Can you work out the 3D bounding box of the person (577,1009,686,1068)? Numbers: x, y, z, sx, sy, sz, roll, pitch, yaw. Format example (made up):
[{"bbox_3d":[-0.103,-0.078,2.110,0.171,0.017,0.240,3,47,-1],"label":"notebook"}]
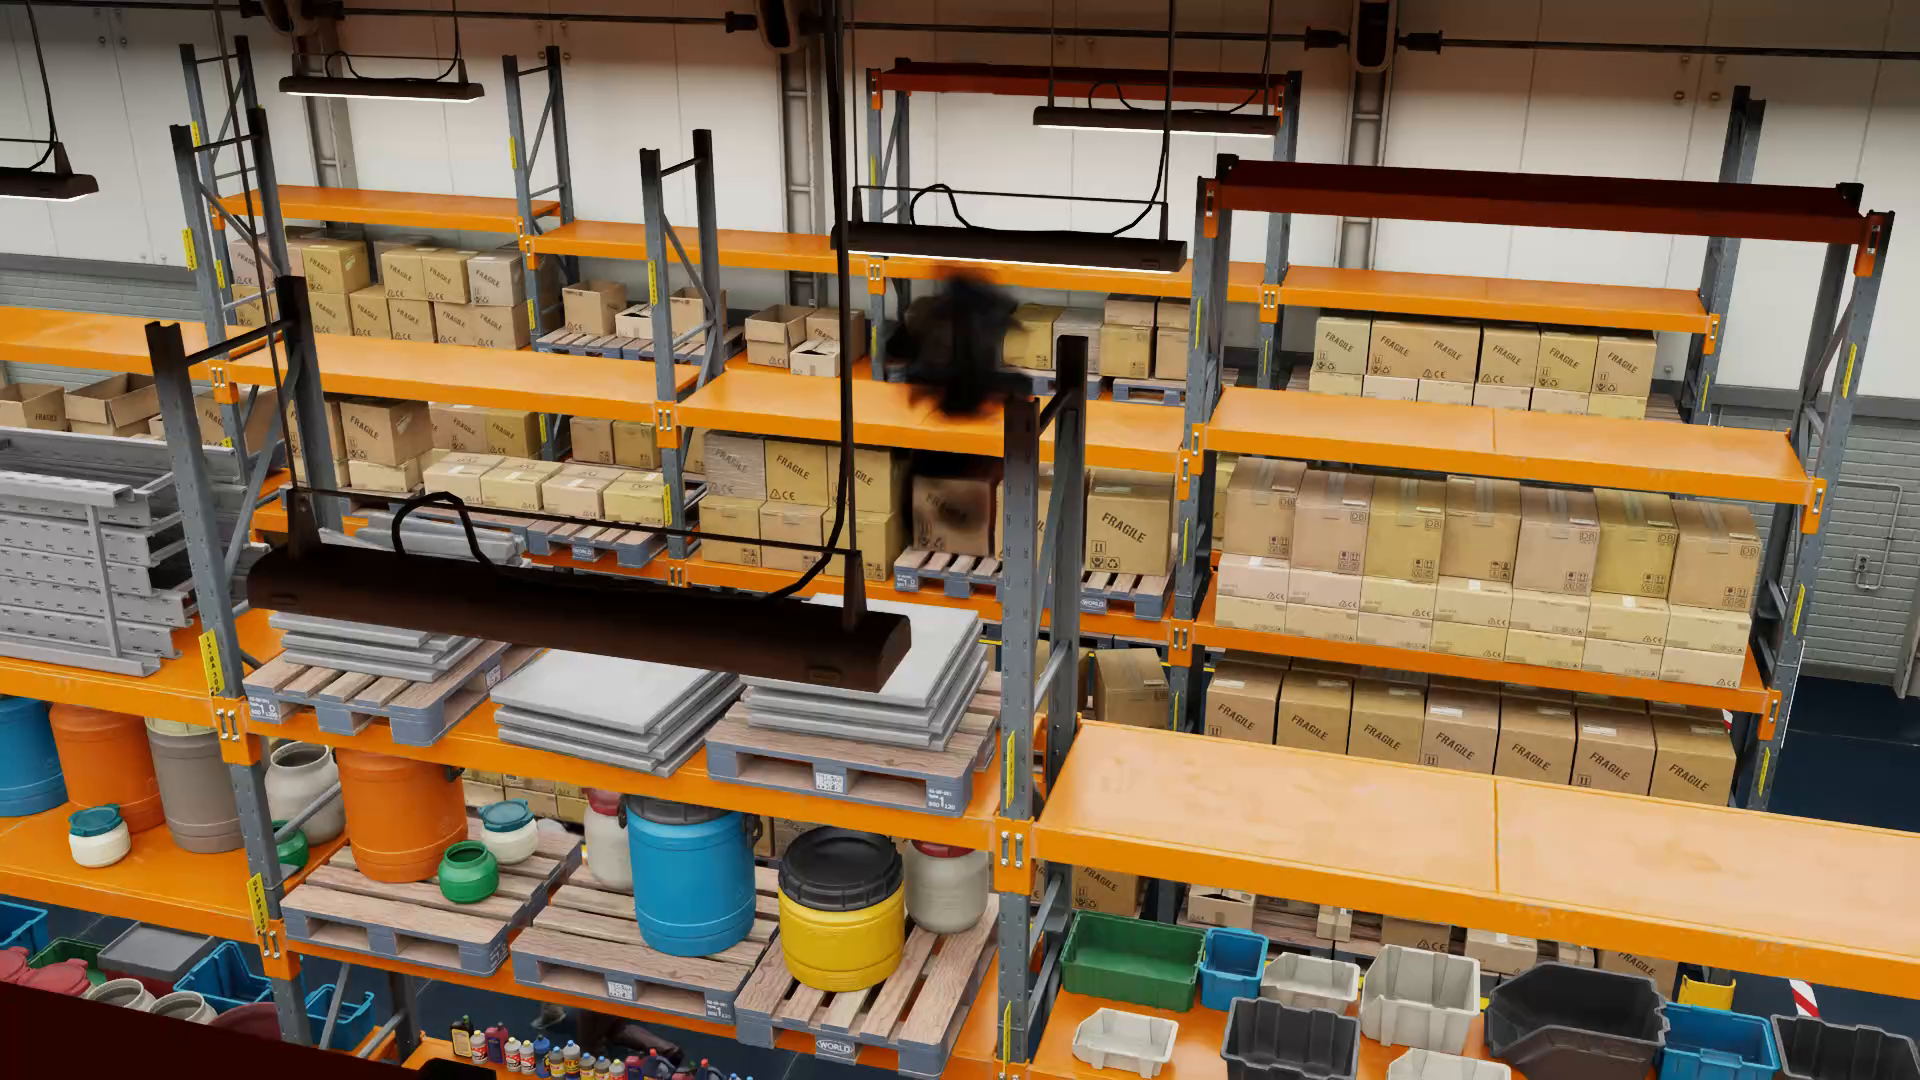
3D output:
[{"bbox_3d":[-2.322,3.082,11.178,0.810,1.715,0.669,8,24,18],"label":"person"}]

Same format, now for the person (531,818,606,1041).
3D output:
[{"bbox_3d":[-2.801,2.815,11.728,0.811,1.856,0.615,5,23,12],"label":"person"}]
